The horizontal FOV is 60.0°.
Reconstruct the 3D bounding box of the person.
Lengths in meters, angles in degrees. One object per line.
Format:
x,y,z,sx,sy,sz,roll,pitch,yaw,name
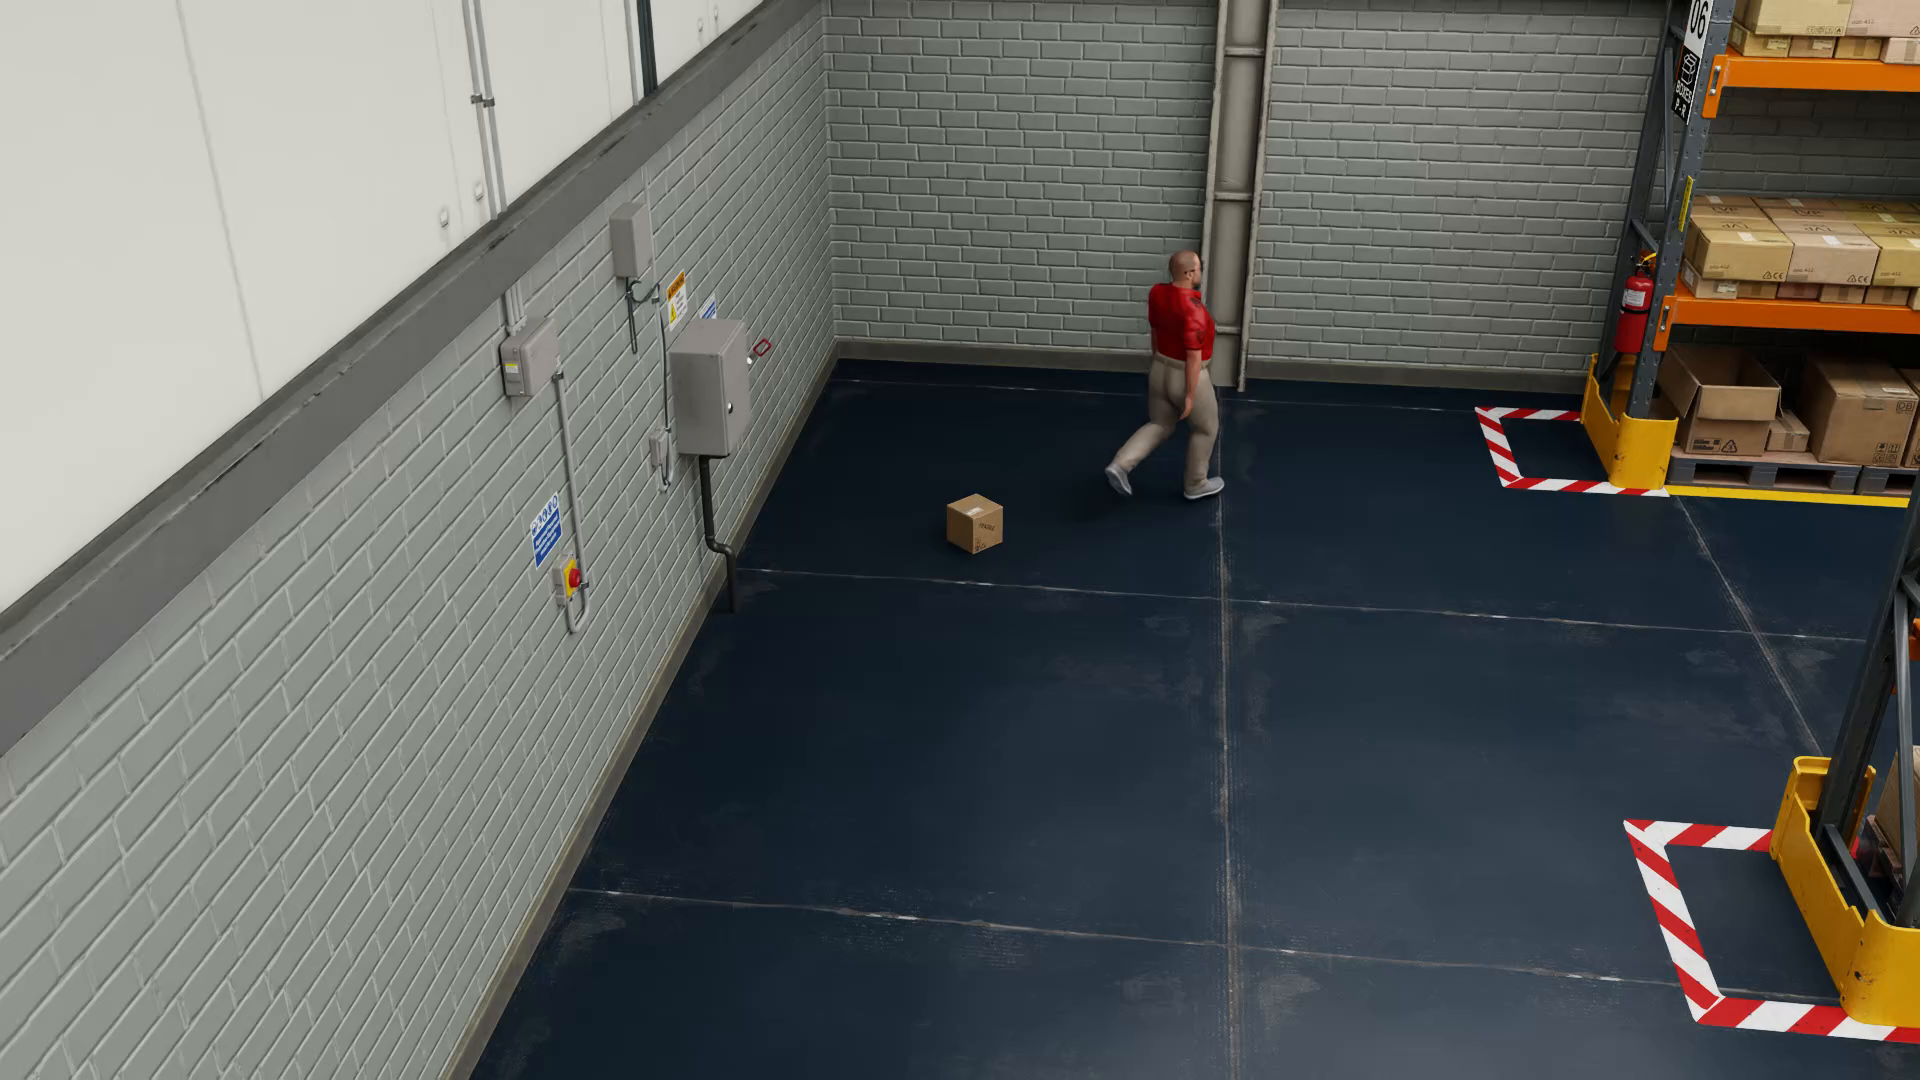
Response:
1.353,-1.016,10.502,0.855,1.689,0.531,-19,33,-31,person
